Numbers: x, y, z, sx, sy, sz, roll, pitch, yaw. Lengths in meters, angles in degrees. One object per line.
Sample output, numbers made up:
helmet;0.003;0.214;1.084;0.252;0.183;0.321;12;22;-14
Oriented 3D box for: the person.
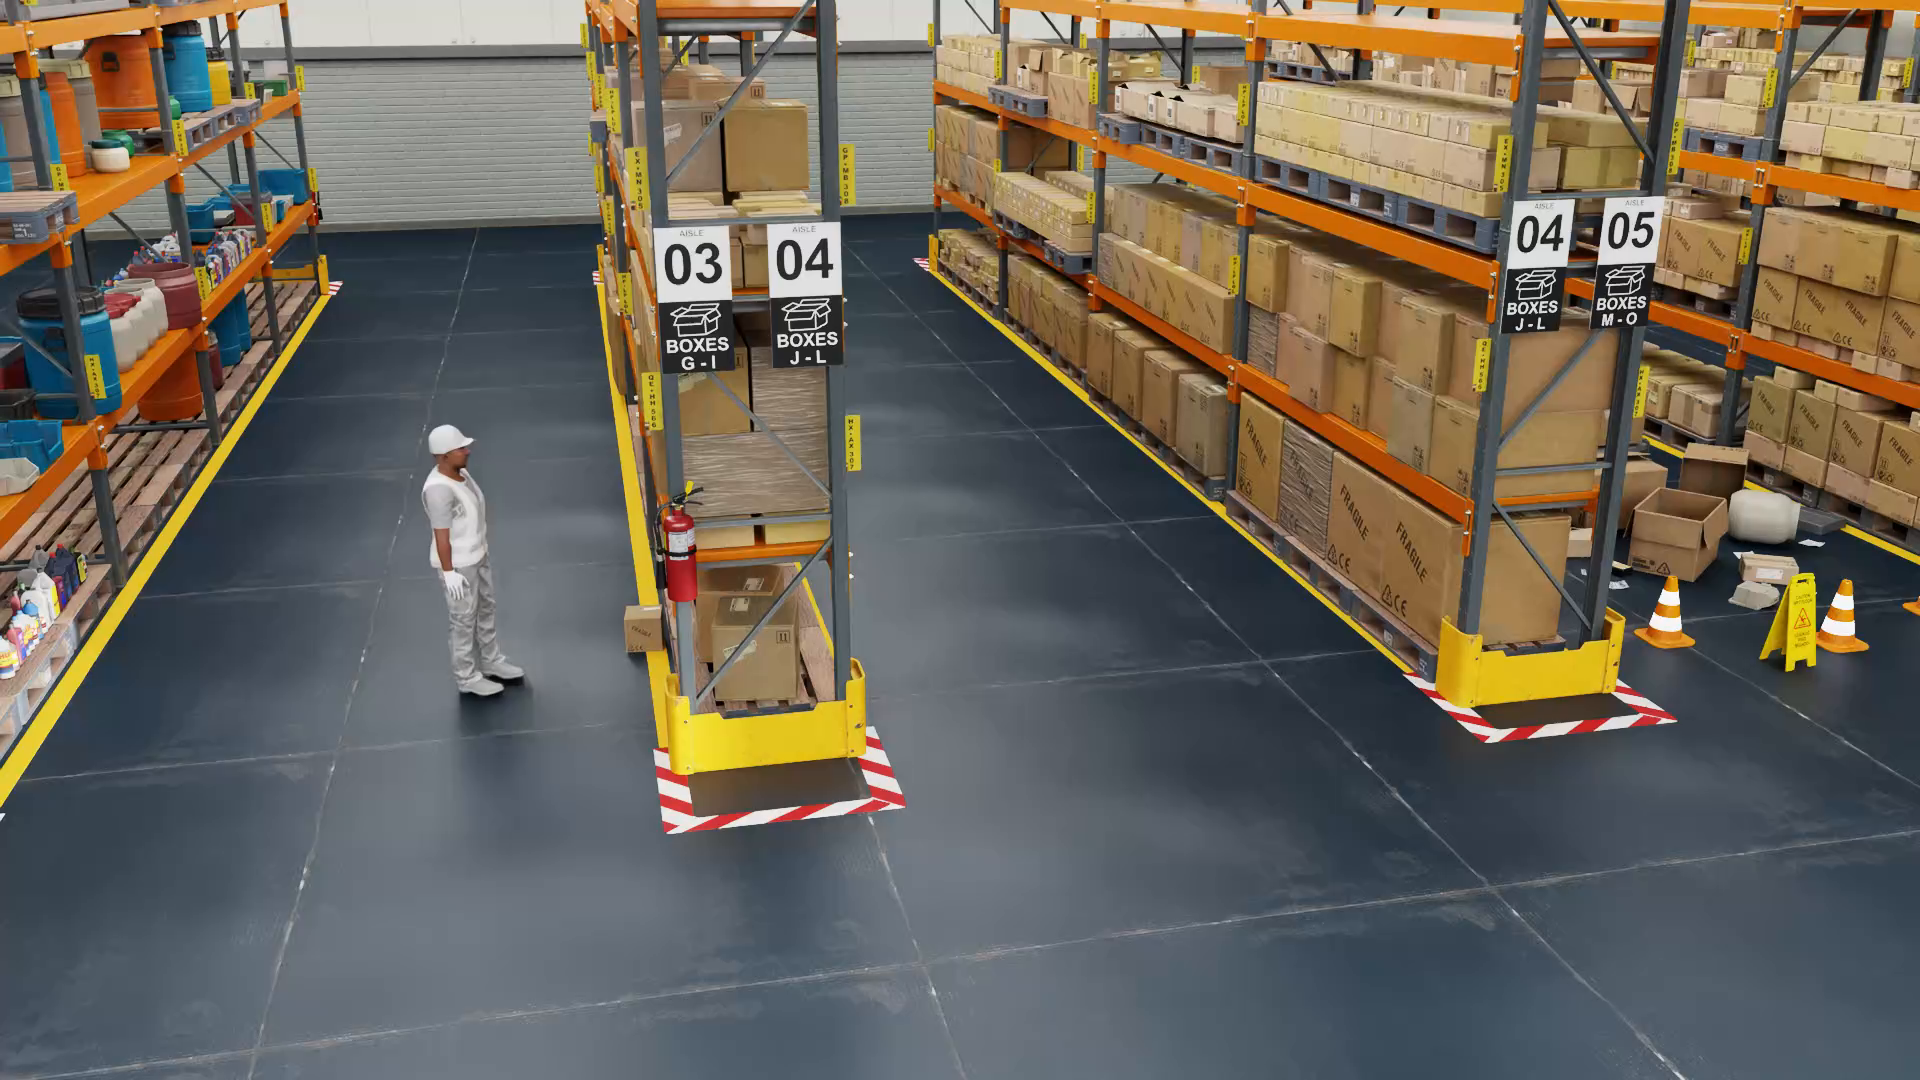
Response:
person;-3.125;0.129;10.618;0.470;1.792;0.586;-1;19;-2
